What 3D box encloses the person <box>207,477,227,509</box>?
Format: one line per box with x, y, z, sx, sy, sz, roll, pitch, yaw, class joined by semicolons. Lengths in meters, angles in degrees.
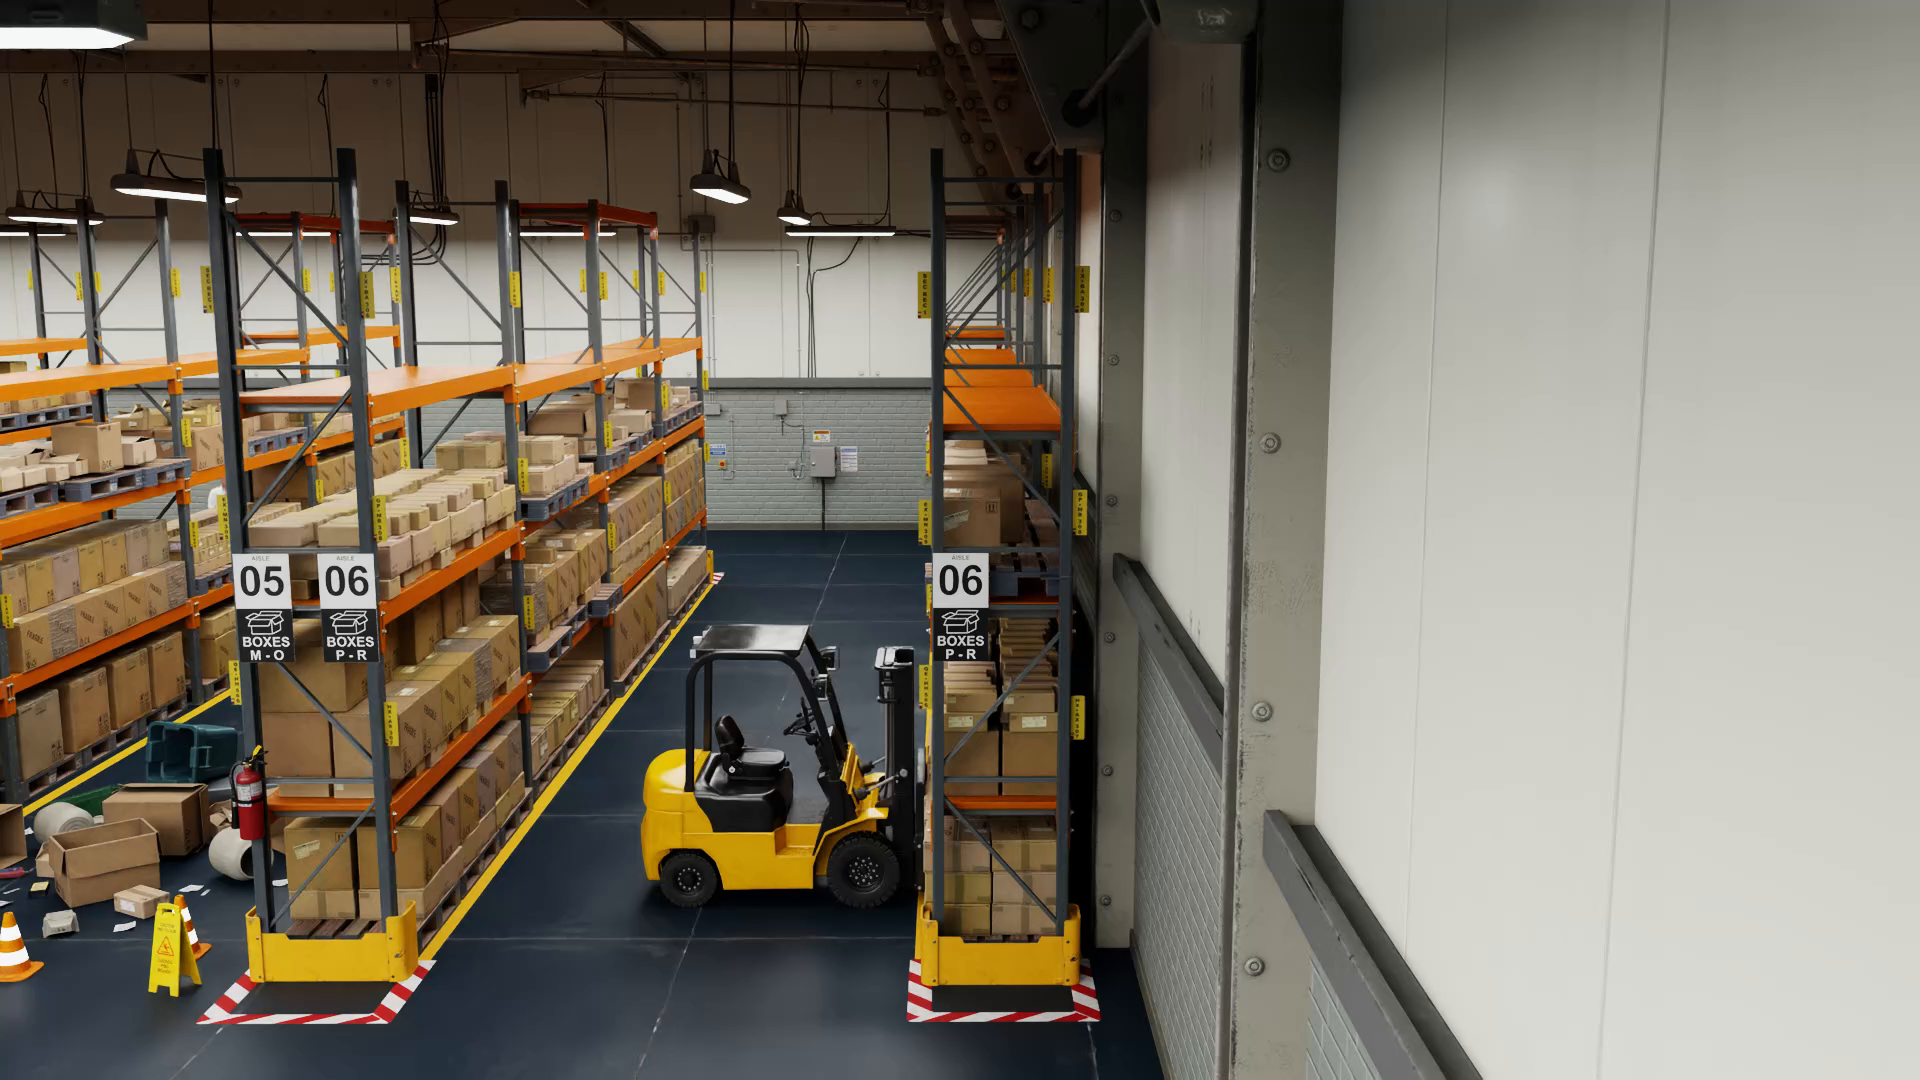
-12.668;-0.294;28.690;0.530;1.730;1.048;-1;9;-3;person
